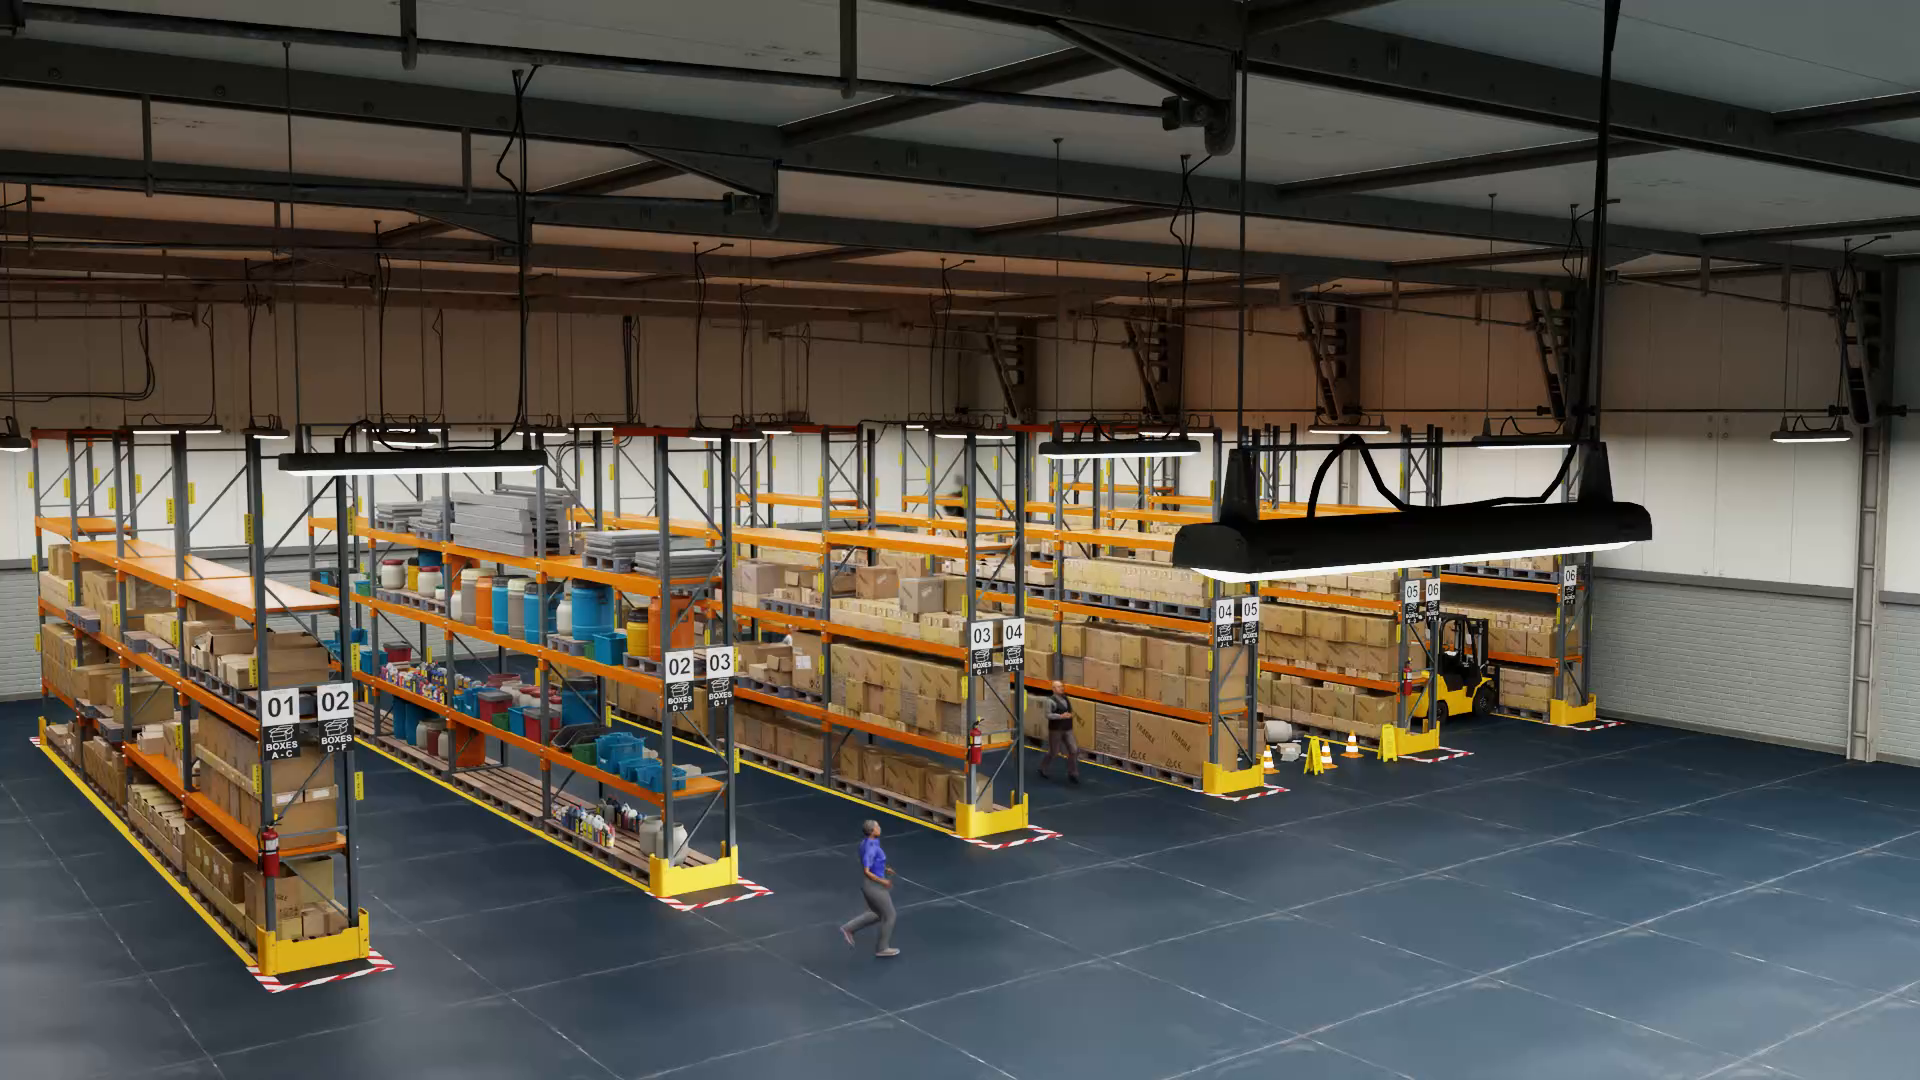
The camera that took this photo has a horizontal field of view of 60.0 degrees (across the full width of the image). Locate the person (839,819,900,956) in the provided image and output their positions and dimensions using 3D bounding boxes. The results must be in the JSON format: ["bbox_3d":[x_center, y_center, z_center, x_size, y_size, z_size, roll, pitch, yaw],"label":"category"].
[{"bbox_3d":[-1.028,4.022,19.199,0.668,1.597,0.580,-1,5,-12],"label":"person"}]

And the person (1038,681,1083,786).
[{"bbox_3d":[1.716,3.265,28.245,0.663,1.743,0.908,-3,6,-38],"label":"person"}]

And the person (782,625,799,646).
[{"bbox_3d":[-3.550,2.642,35.978,0.661,1.745,0.548,-3,5,-33],"label":"person"}]

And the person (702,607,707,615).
[{"bbox_3d":[-5.975,2.386,38.853,0.723,1.763,0.978,-2,5,-26],"label":"person"}]
